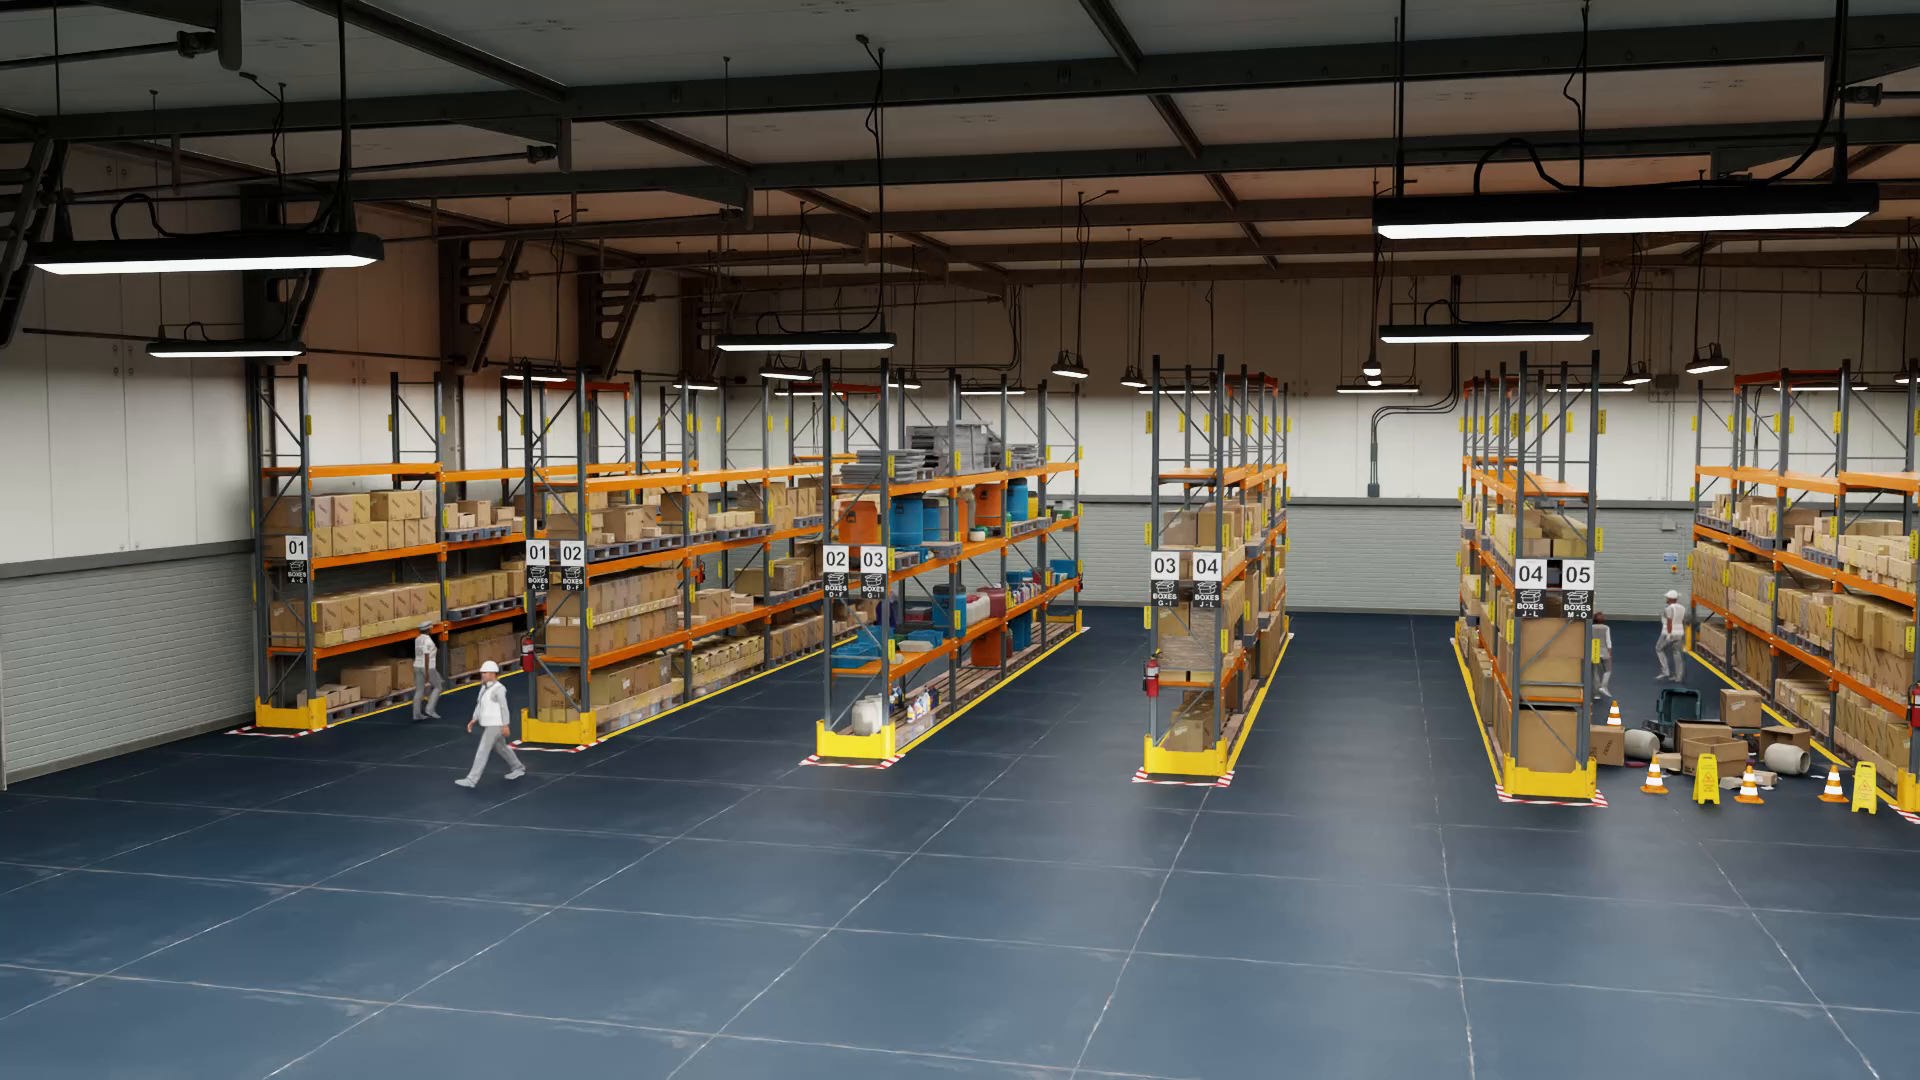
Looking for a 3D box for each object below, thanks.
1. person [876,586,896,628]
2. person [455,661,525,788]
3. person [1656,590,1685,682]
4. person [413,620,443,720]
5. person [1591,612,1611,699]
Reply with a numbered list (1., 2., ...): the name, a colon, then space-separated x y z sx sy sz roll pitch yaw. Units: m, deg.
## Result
1. person: -1.652 1.596 37.616 0.657 1.639 0.513 -3 5 -34
2. person: -6.549 2.533 23.078 1.095 1.702 0.565 -3 5 -34
3. person: 13.933 1.868 32.440 0.536 1.768 0.549 -1 4 -9
4. person: -9.108 2.216 28.257 0.477 1.686 0.518 2 4 26
5. person: 11.665 2.123 30.343 0.459 1.582 0.460 2 4 24
